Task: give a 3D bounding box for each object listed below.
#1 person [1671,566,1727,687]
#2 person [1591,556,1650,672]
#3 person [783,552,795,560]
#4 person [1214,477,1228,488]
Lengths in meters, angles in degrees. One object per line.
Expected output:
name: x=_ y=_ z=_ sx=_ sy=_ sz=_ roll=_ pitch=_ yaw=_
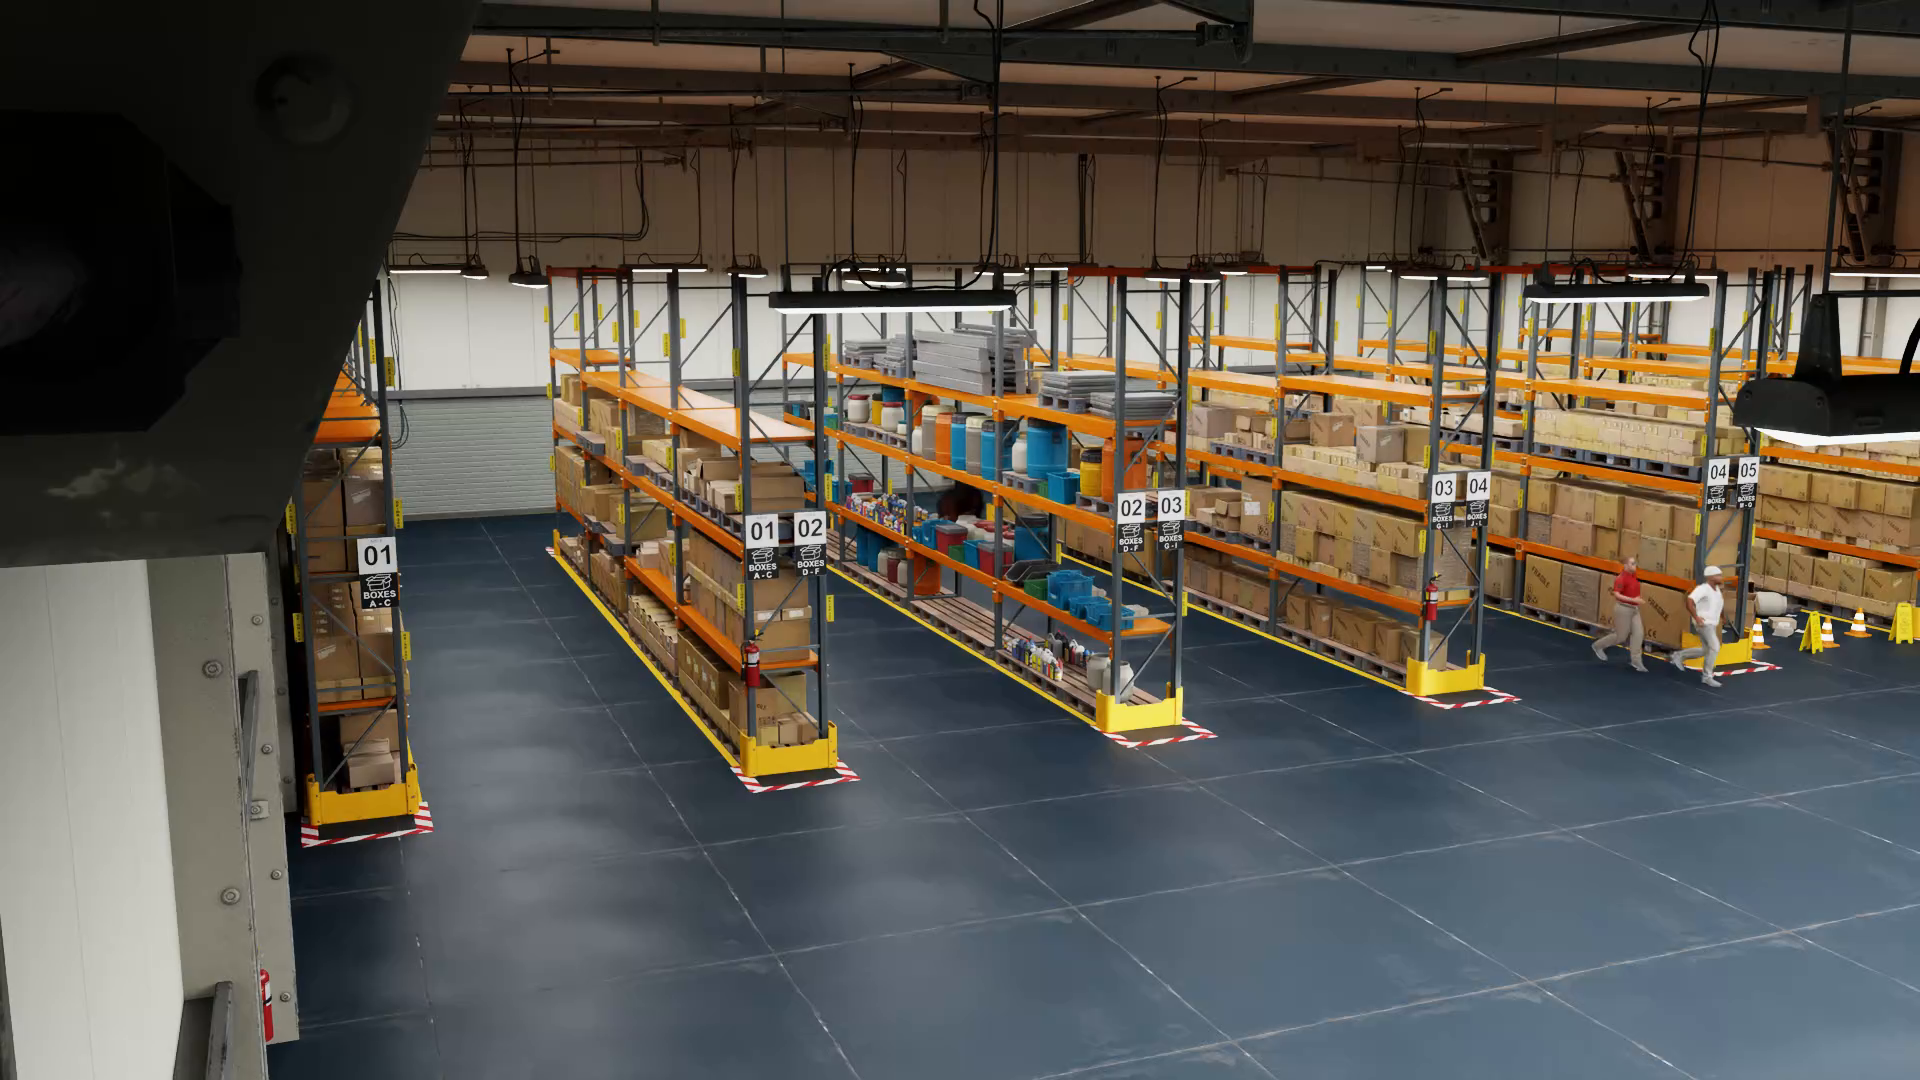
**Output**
person: x=11.020 y=1.238 z=24.645 sx=0.746 sy=1.728 sz=0.824 roll=-9 pitch=14 yaw=-43
person: x=10.127 y=1.120 z=25.377 sx=0.894 sy=1.773 sz=0.691 roll=9 pitch=14 yaw=43
person: x=-2.983 y=0.163 z=29.173 sx=0.613 sy=1.646 sz=0.692 roll=-4 pitch=11 yaw=-24
person: x=6.516 y=-1.712 z=41.629 sx=1.089 sy=1.637 sz=0.730 roll=8 pitch=13 yaw=39
